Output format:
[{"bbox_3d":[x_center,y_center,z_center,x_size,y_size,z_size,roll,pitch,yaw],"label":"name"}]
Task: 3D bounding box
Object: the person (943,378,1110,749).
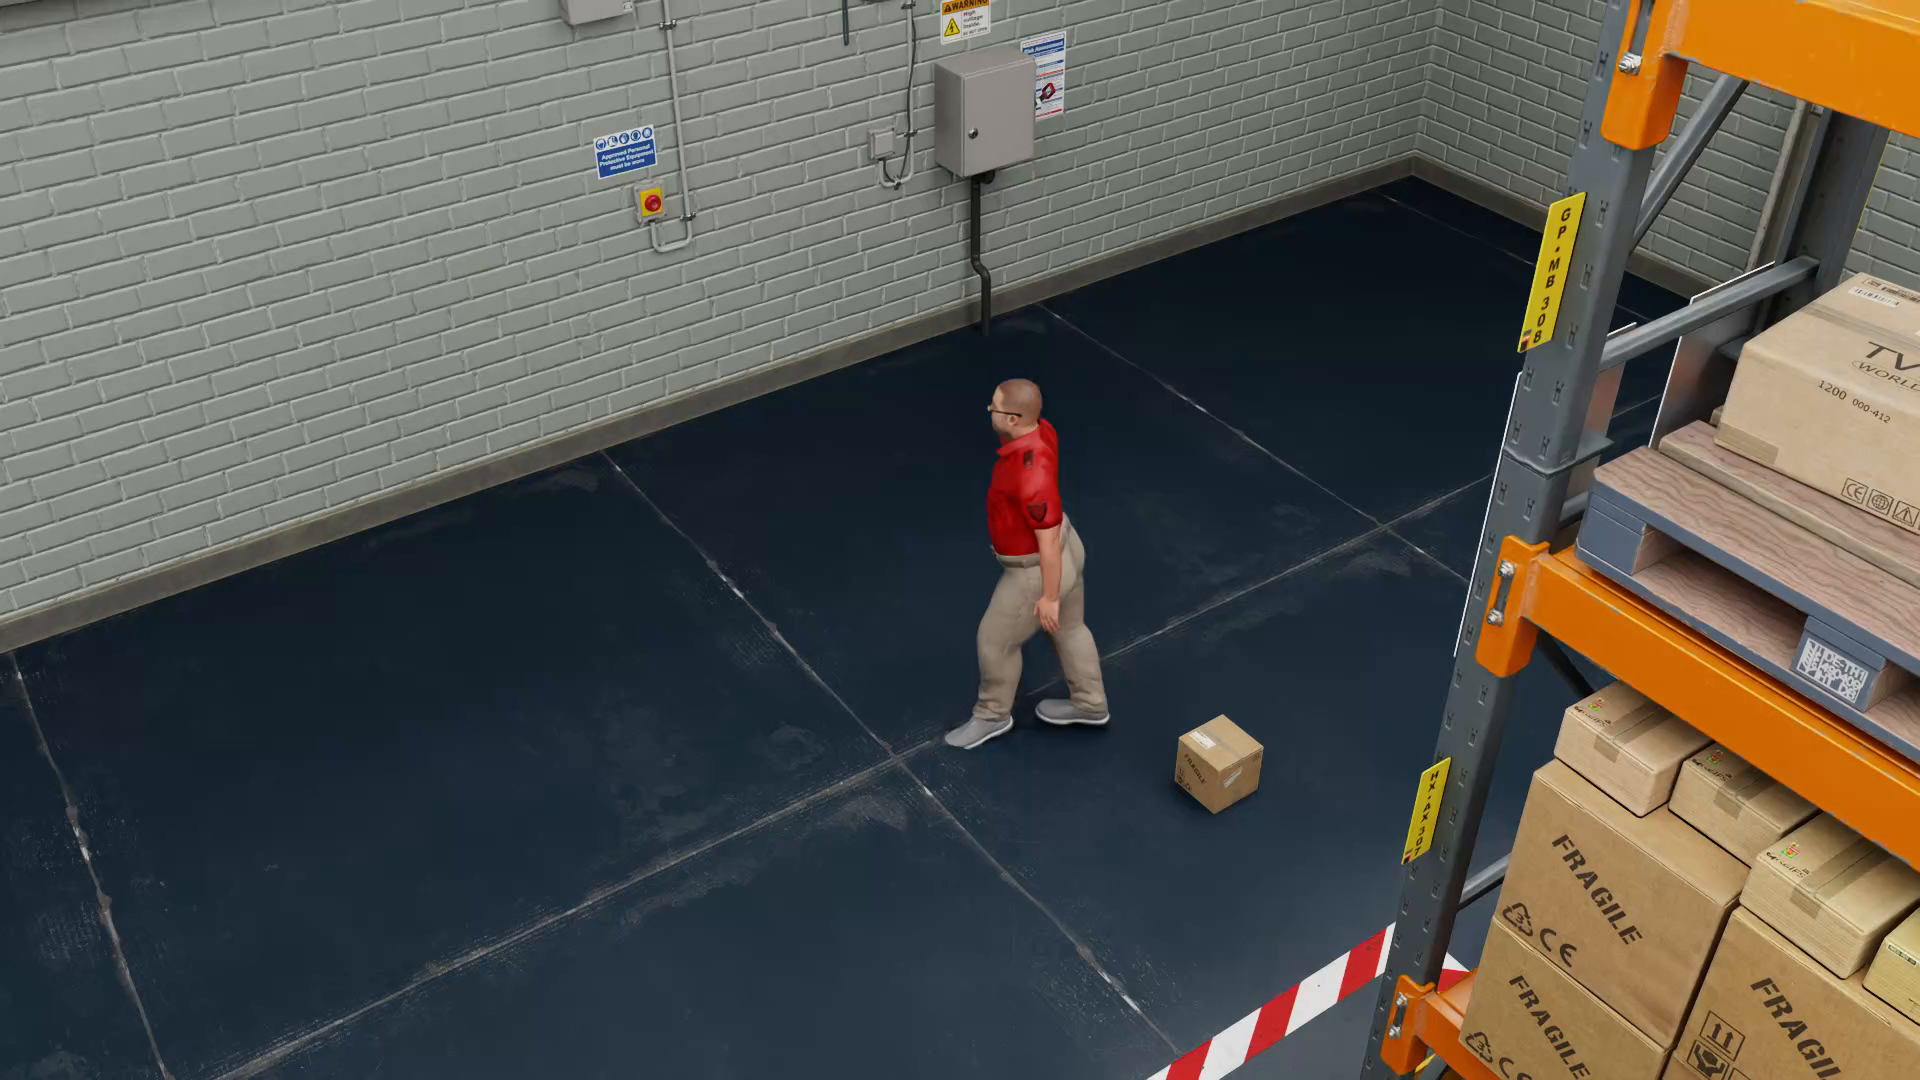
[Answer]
[{"bbox_3d":[0.309,0.119,6.891,0.703,1.757,0.587,7,37,10],"label":"person"}]
